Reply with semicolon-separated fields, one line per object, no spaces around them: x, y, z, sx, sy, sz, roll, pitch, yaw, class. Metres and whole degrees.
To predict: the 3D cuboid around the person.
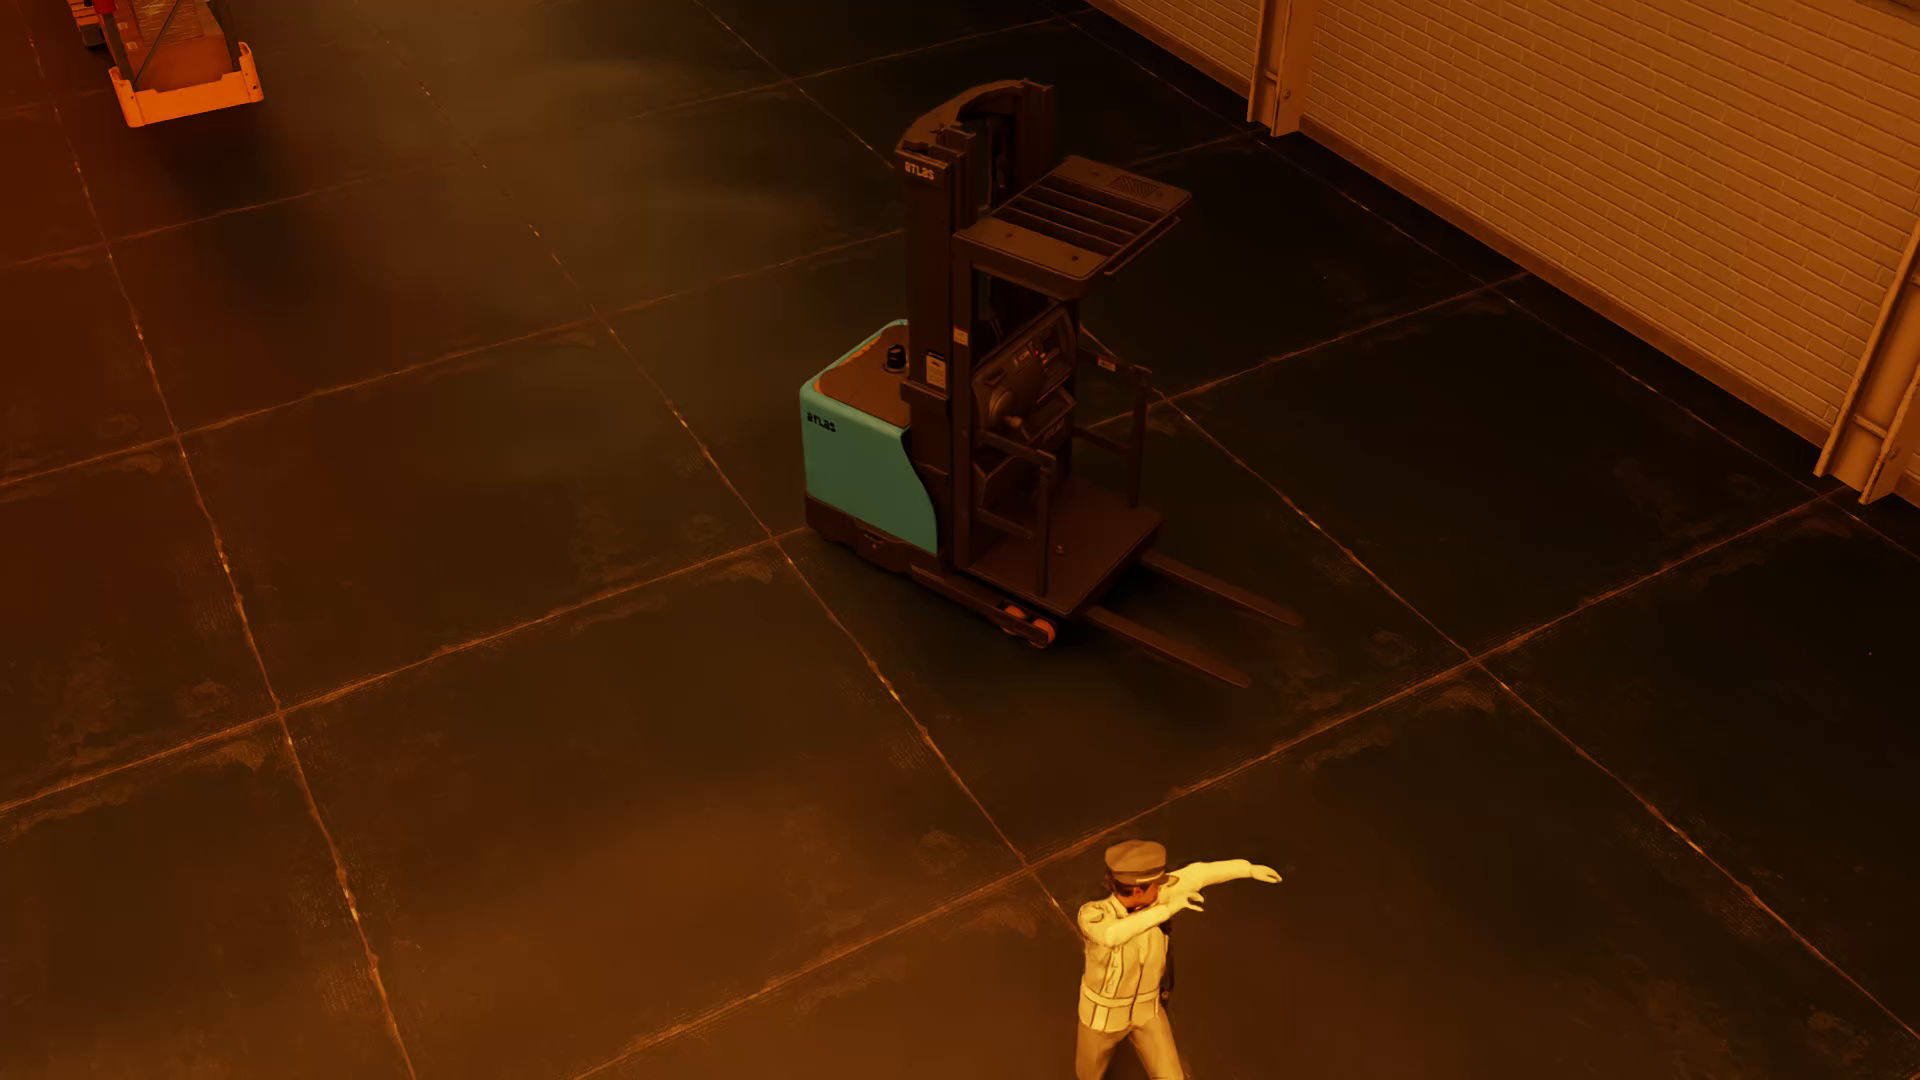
0.972;1.907;6.963;0.966;1.410;0.857;-8;40;-10;person

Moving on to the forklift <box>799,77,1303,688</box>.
0.529;-0.893;9.113;3.031;2.935;1.130;25;46;27;forklift
